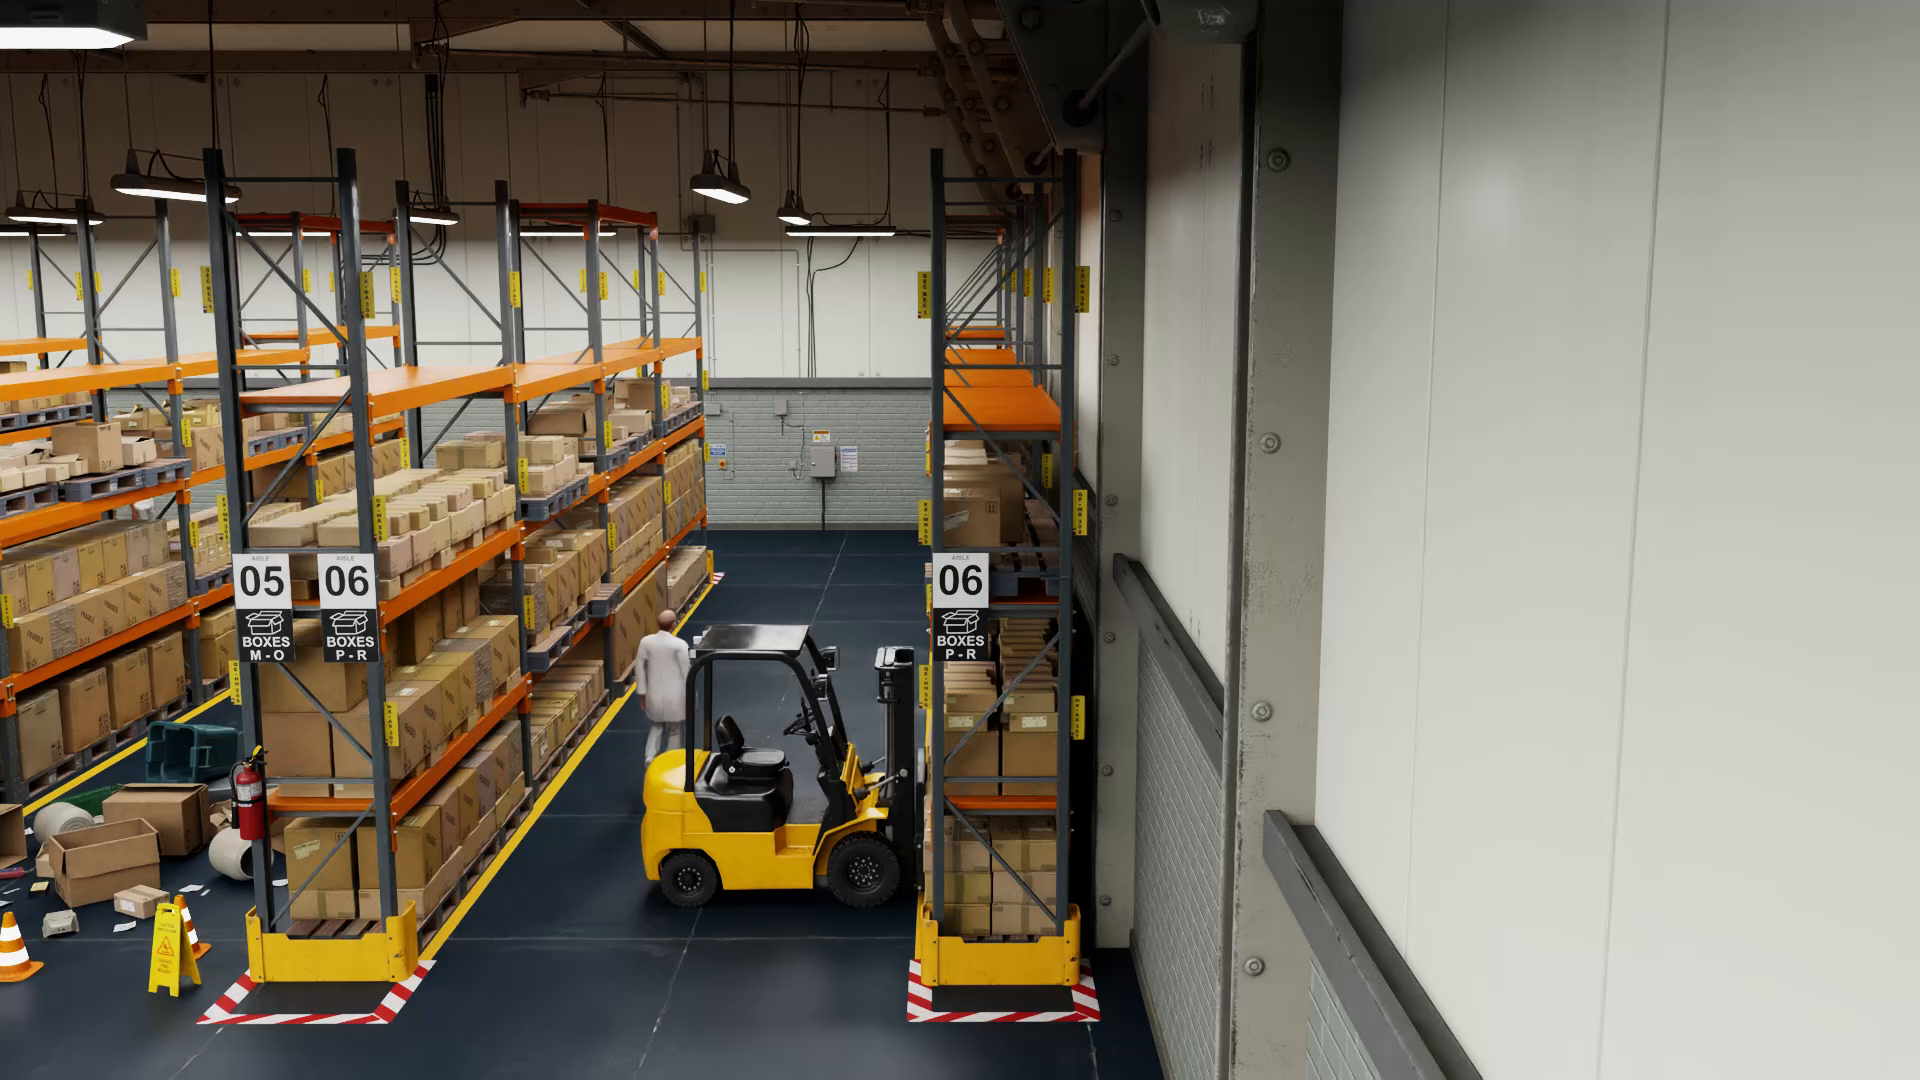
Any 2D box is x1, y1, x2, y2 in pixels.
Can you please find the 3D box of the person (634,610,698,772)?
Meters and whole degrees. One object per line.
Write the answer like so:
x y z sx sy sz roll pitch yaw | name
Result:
-2.979 1.591 16.830 0.631 1.768 0.566 2 9 10 | person

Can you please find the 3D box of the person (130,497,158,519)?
-14.987 -0.578 30.414 0.539 1.758 0.589 1 9 3 | person
